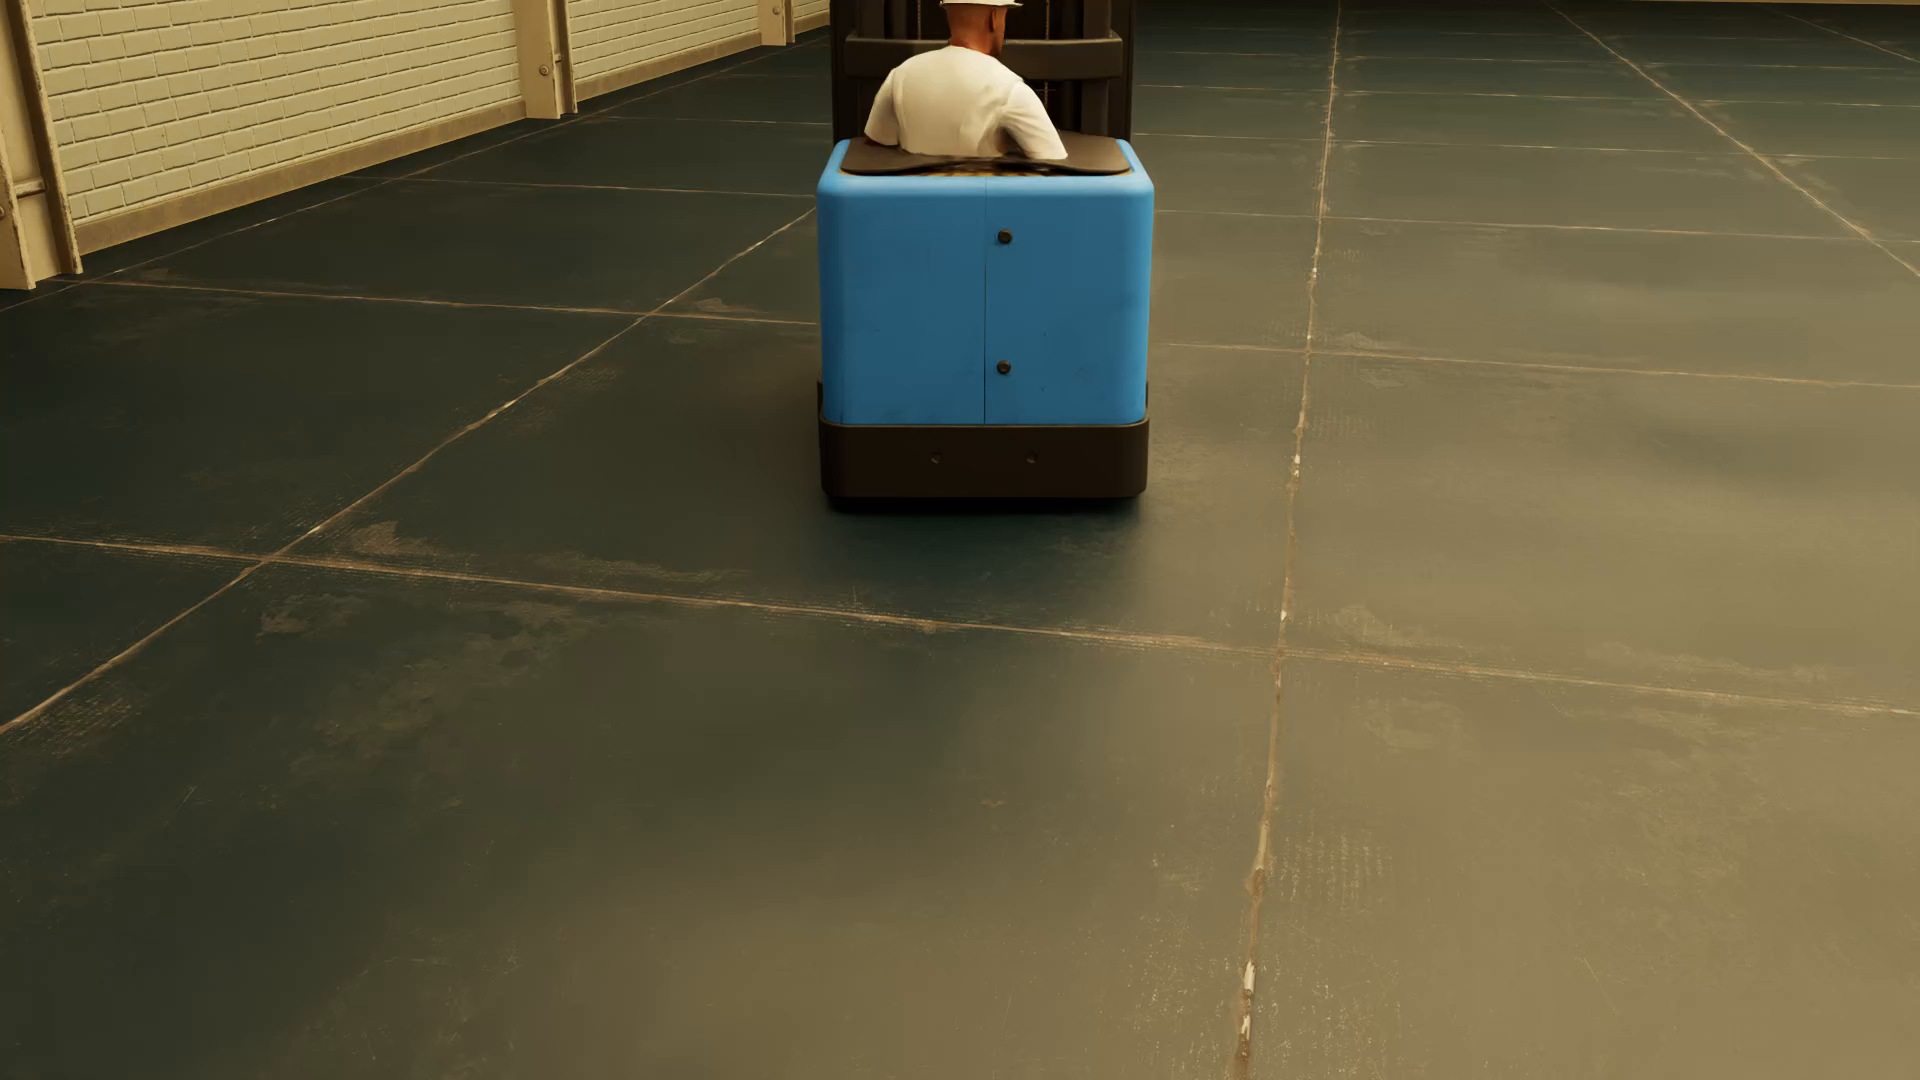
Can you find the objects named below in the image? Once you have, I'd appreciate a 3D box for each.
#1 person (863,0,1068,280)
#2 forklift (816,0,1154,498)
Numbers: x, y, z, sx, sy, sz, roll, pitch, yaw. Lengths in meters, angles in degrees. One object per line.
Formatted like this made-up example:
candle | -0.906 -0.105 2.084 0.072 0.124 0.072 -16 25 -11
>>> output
person | 0.065 -1.006 5.502 0.826 1.735 0.583 18 28 37
forklift | 0.079 -1.996 6.161 1.130 2.935 3.031 0 22 0
